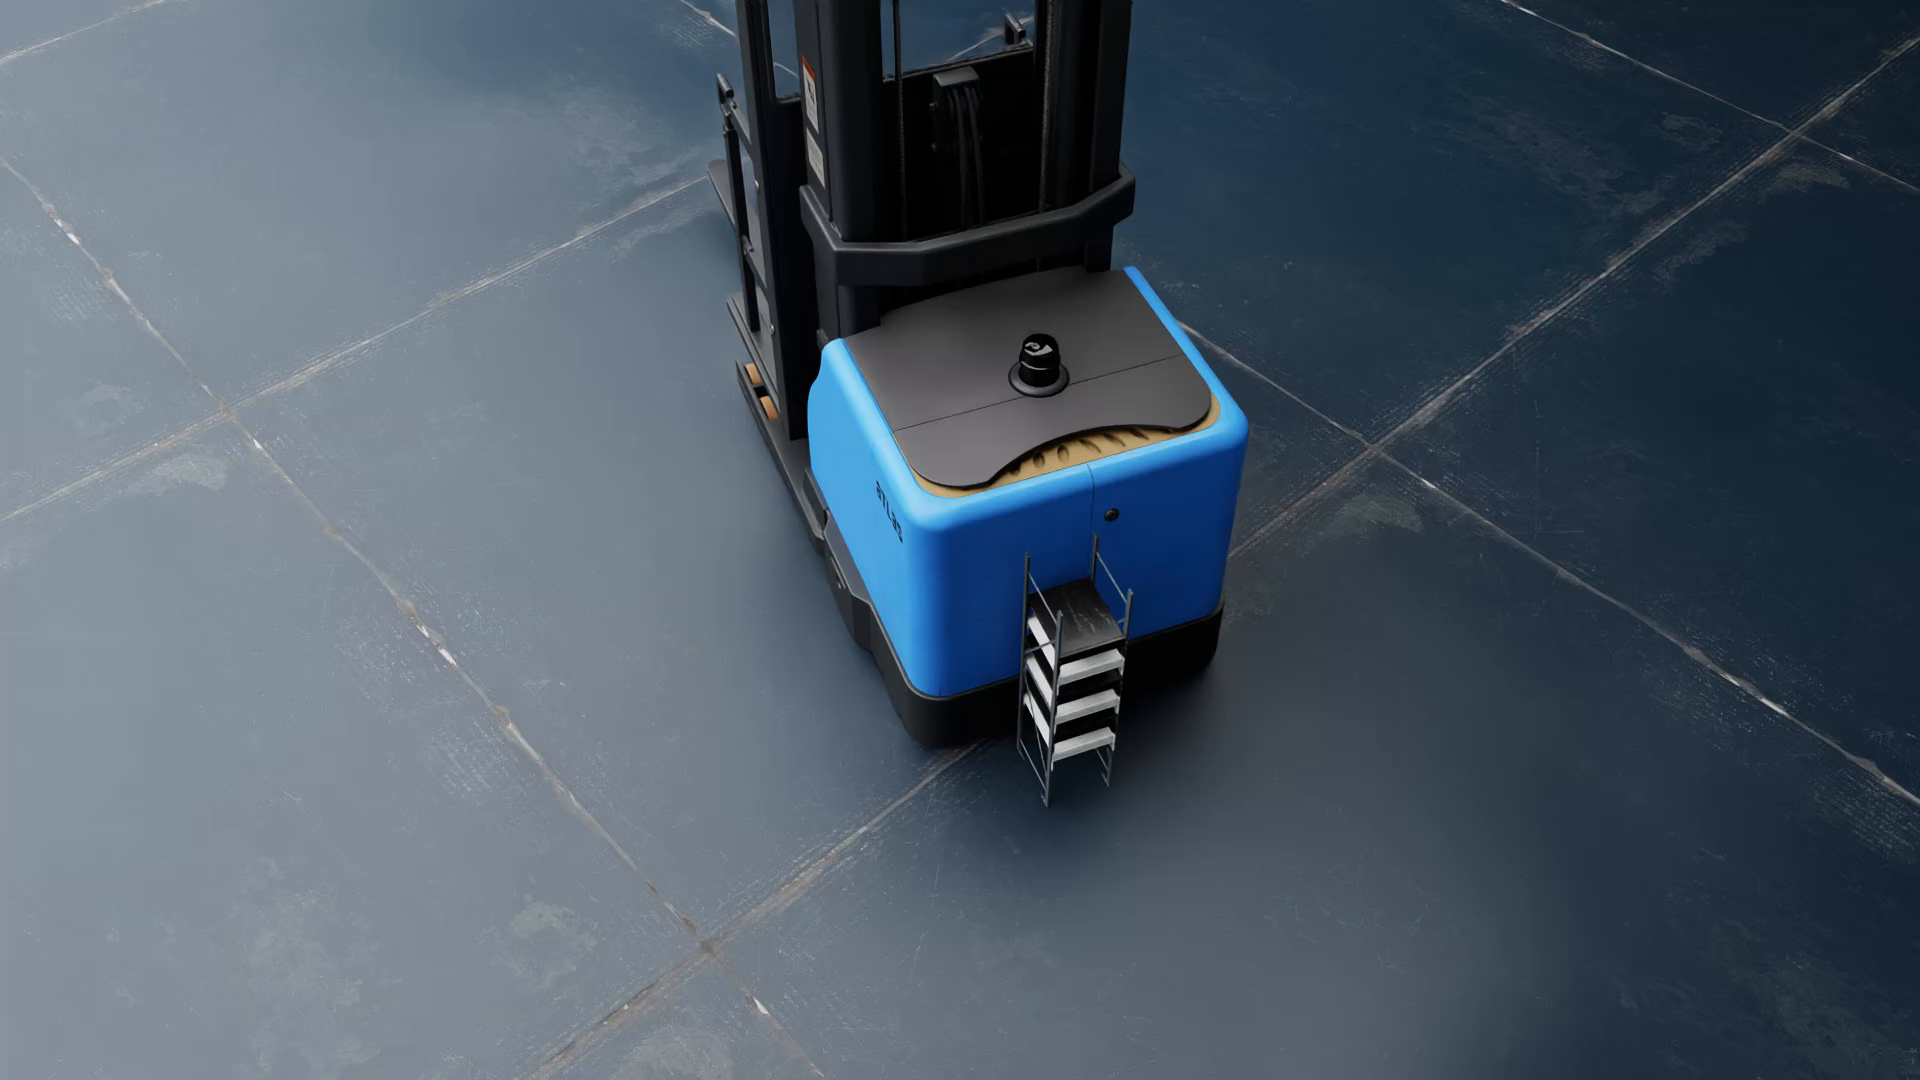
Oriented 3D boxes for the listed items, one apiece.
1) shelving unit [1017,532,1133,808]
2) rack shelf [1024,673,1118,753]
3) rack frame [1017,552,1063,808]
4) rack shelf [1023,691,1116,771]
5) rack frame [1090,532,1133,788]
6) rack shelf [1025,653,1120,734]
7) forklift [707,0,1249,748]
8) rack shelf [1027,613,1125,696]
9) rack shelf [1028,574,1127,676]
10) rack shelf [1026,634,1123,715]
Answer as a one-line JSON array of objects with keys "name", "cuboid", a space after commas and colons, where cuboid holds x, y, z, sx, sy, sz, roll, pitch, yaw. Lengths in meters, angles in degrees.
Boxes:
[{"name": "shelving unit", "cuboid": [0.317, 0.393, 4.775, 0.210, 0.900, 0.258, -16, 49, -14]}, {"name": "rack shelf", "cuboid": [0.317, 0.476, 4.866, 0.200, 0.077, 0.258, -16, 49, -14]}, {"name": "rack frame", "cuboid": [0.222, 0.420, 4.750, 0.006, 0.900, 0.240, -16, 49, -14]}, {"name": "rack shelf", "cuboid": [0.317, 0.537, 4.932, 0.200, 0.077, 0.258, -16, 49, -14]}, {"name": "rack frame", "cuboid": [0.412, 0.366, 4.800, 0.006, 0.900, 0.240, -16, 49, -14]}, {"name": "rack shelf", "cuboid": [0.317, 0.415, 4.799, 0.200, 0.077, 0.258, -16, 49, -14]}, {"name": "forklift", "cuboid": [-0.183, -1.465, 5.107, 1.130, 2.935, 3.031, -16, 49, -14]}, {"name": "rack shelf", "cuboid": [0.317, 0.294, 4.667, 0.200, 0.077, 0.258, -16, 49, -14]}, {"name": "rack shelf", "cuboid": [0.317, 0.233, 4.600, 0.200, 0.077, 0.258, -16, 49, -14]}, {"name": "rack shelf", "cuboid": [0.317, 0.354, 4.733, 0.200, 0.077, 0.258, -16, 49, -14]}]
